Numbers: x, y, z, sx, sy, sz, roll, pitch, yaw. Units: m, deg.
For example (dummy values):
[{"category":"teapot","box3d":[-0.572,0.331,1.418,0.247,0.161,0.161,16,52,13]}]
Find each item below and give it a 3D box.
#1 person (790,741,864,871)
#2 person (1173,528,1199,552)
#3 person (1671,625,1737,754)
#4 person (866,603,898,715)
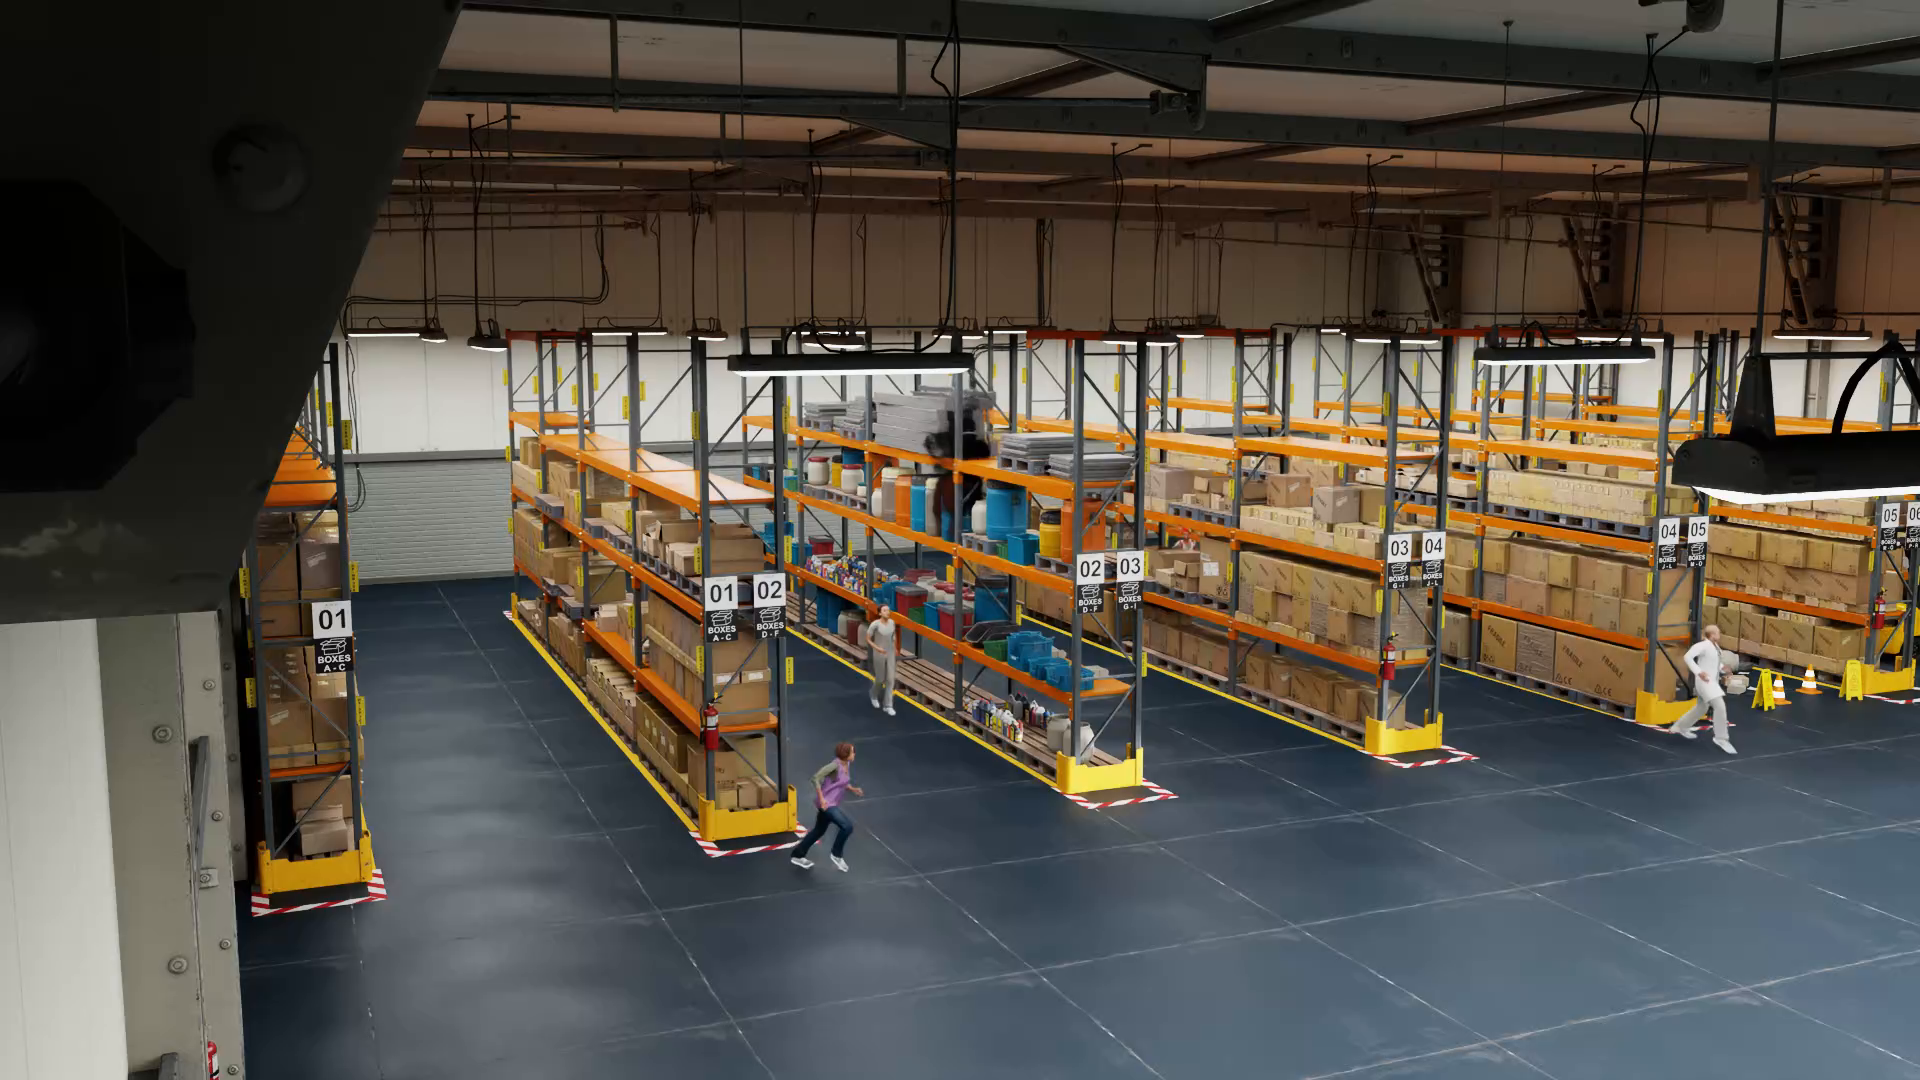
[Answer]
[{"category":"person","box3d":[-1.521,3.026,18.943,0.852,1.518,0.521,2,8,12]},{"category":"person","box3d":[4.913,0.597,35.880,0.689,1.740,0.652,-2,8,-14]},{"category":"person","box3d":[10.995,2.143,24.419,0.986,1.809,0.706,6,10,38]},{"category":"person","box3d":[-1.169,1.787,25.363,0.572,1.676,0.763,-4,9,-28]}]
